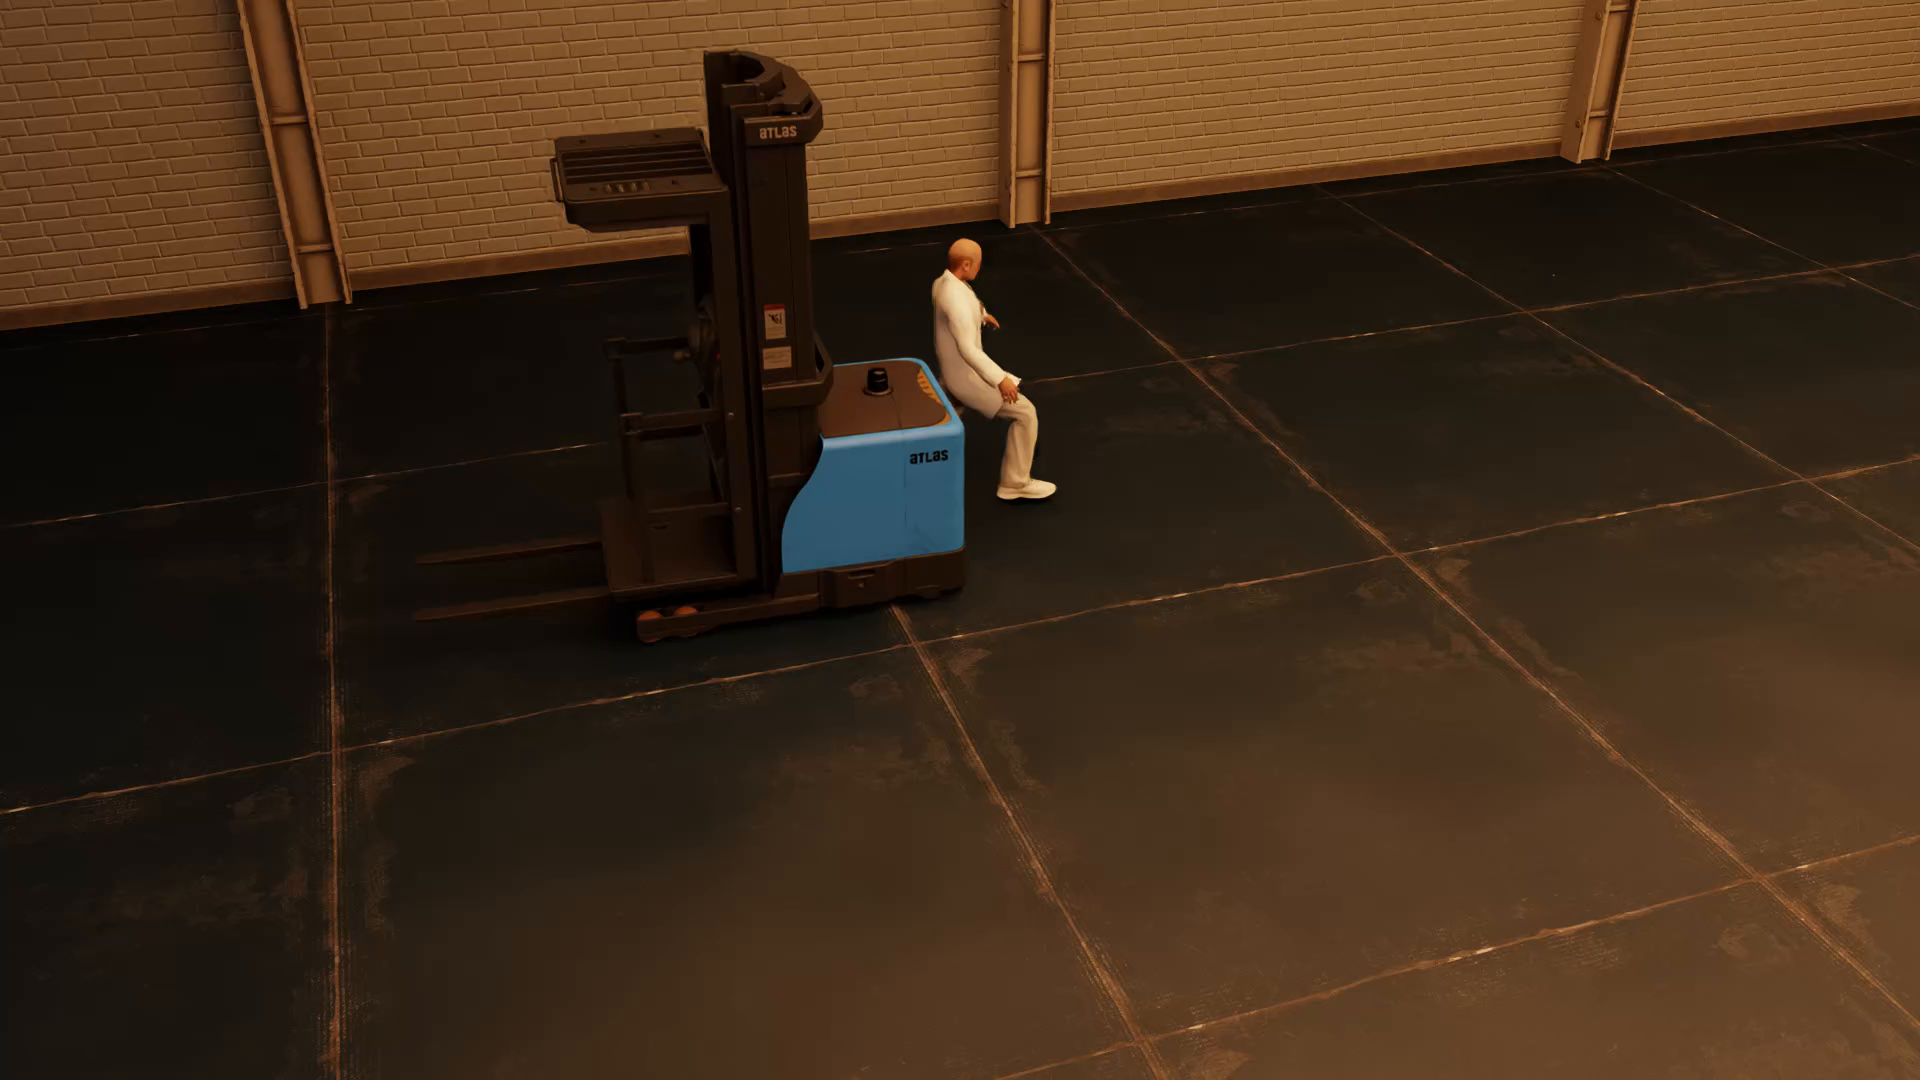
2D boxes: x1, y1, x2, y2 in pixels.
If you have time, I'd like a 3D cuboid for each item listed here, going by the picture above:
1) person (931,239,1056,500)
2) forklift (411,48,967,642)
[{"bbox_3d":[0.071,-1.100,10.384,0.891,1.645,1.016,-6,30,-11],"label":"person"},{"bbox_3d":[-1.537,-1.005,8.833,3.031,2.935,1.130,-8,31,-13],"label":"forklift"}]
